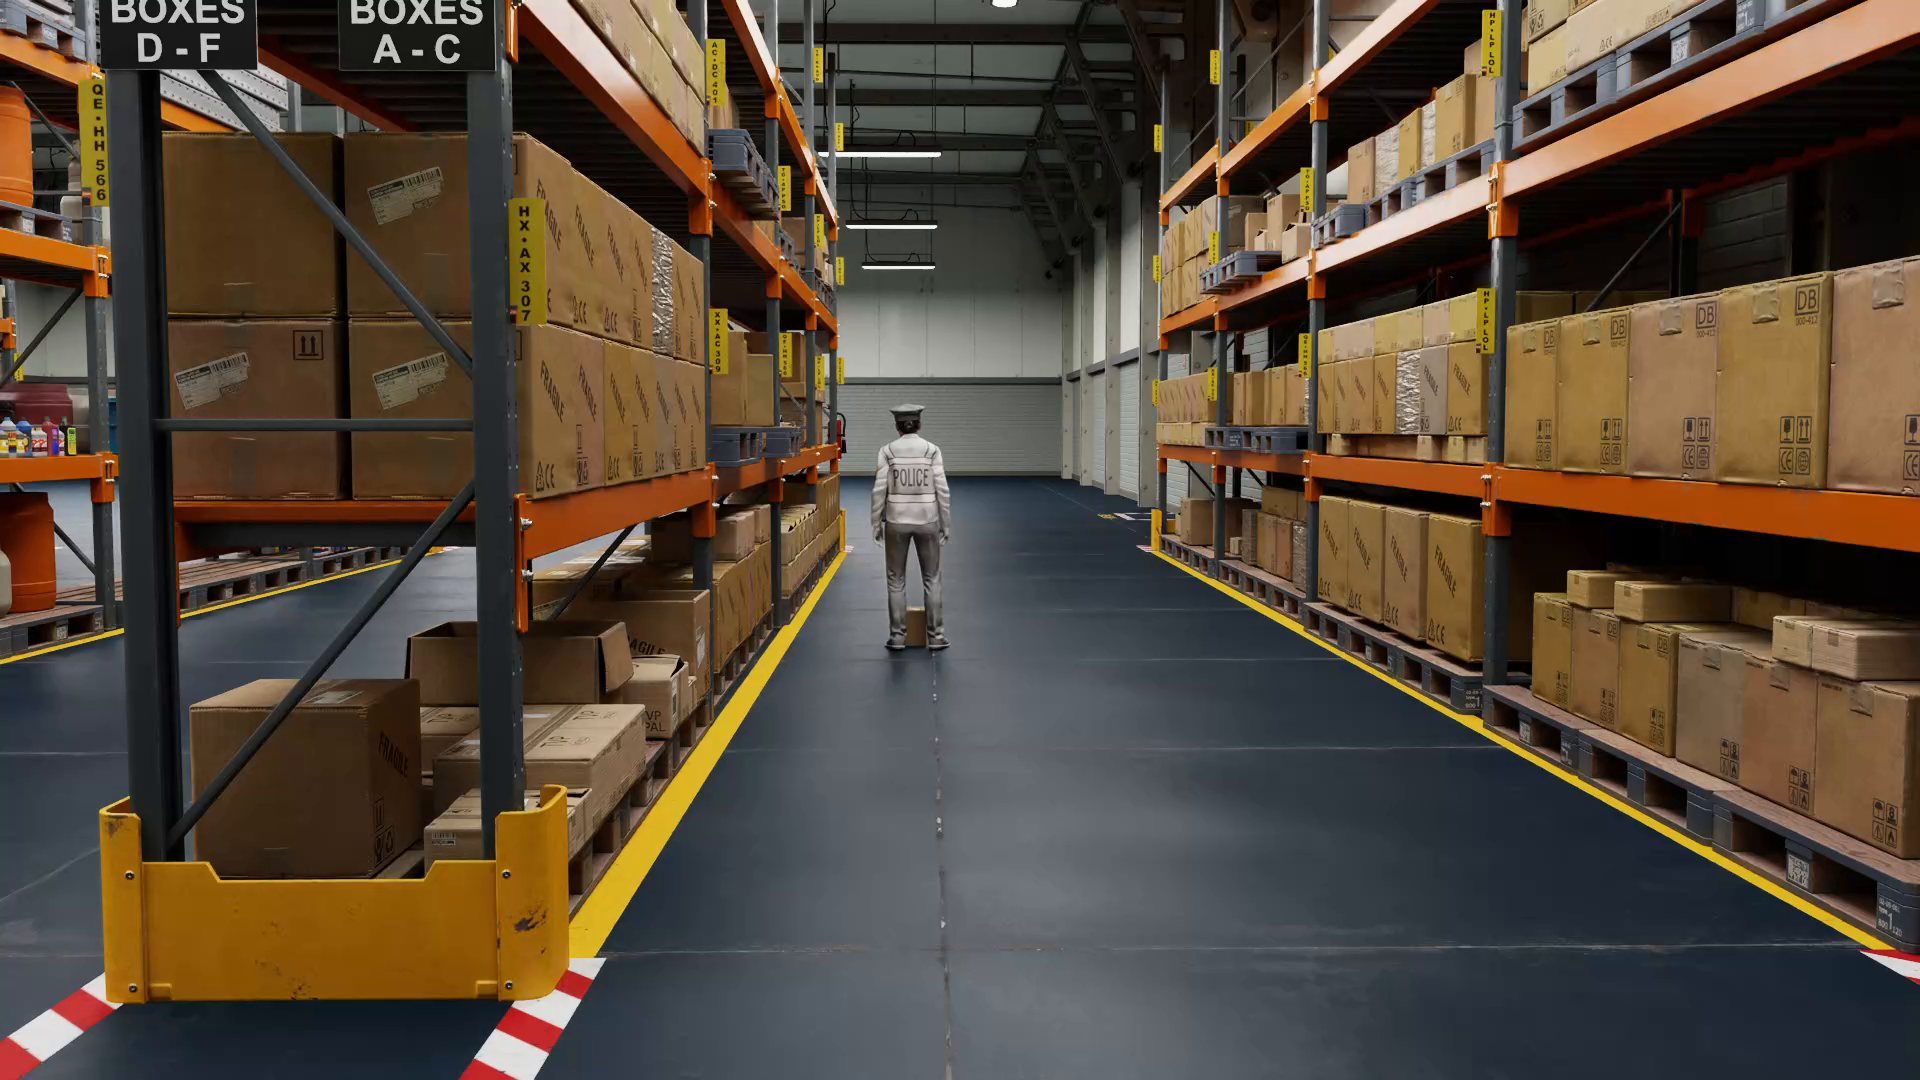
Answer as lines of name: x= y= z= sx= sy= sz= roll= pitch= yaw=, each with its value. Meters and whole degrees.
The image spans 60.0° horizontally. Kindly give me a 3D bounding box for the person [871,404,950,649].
person: x=-0.333 y=-0.088 z=11.279 sx=0.539 sy=1.663 sz=0.376 roll=0 pitch=4 yaw=-3
